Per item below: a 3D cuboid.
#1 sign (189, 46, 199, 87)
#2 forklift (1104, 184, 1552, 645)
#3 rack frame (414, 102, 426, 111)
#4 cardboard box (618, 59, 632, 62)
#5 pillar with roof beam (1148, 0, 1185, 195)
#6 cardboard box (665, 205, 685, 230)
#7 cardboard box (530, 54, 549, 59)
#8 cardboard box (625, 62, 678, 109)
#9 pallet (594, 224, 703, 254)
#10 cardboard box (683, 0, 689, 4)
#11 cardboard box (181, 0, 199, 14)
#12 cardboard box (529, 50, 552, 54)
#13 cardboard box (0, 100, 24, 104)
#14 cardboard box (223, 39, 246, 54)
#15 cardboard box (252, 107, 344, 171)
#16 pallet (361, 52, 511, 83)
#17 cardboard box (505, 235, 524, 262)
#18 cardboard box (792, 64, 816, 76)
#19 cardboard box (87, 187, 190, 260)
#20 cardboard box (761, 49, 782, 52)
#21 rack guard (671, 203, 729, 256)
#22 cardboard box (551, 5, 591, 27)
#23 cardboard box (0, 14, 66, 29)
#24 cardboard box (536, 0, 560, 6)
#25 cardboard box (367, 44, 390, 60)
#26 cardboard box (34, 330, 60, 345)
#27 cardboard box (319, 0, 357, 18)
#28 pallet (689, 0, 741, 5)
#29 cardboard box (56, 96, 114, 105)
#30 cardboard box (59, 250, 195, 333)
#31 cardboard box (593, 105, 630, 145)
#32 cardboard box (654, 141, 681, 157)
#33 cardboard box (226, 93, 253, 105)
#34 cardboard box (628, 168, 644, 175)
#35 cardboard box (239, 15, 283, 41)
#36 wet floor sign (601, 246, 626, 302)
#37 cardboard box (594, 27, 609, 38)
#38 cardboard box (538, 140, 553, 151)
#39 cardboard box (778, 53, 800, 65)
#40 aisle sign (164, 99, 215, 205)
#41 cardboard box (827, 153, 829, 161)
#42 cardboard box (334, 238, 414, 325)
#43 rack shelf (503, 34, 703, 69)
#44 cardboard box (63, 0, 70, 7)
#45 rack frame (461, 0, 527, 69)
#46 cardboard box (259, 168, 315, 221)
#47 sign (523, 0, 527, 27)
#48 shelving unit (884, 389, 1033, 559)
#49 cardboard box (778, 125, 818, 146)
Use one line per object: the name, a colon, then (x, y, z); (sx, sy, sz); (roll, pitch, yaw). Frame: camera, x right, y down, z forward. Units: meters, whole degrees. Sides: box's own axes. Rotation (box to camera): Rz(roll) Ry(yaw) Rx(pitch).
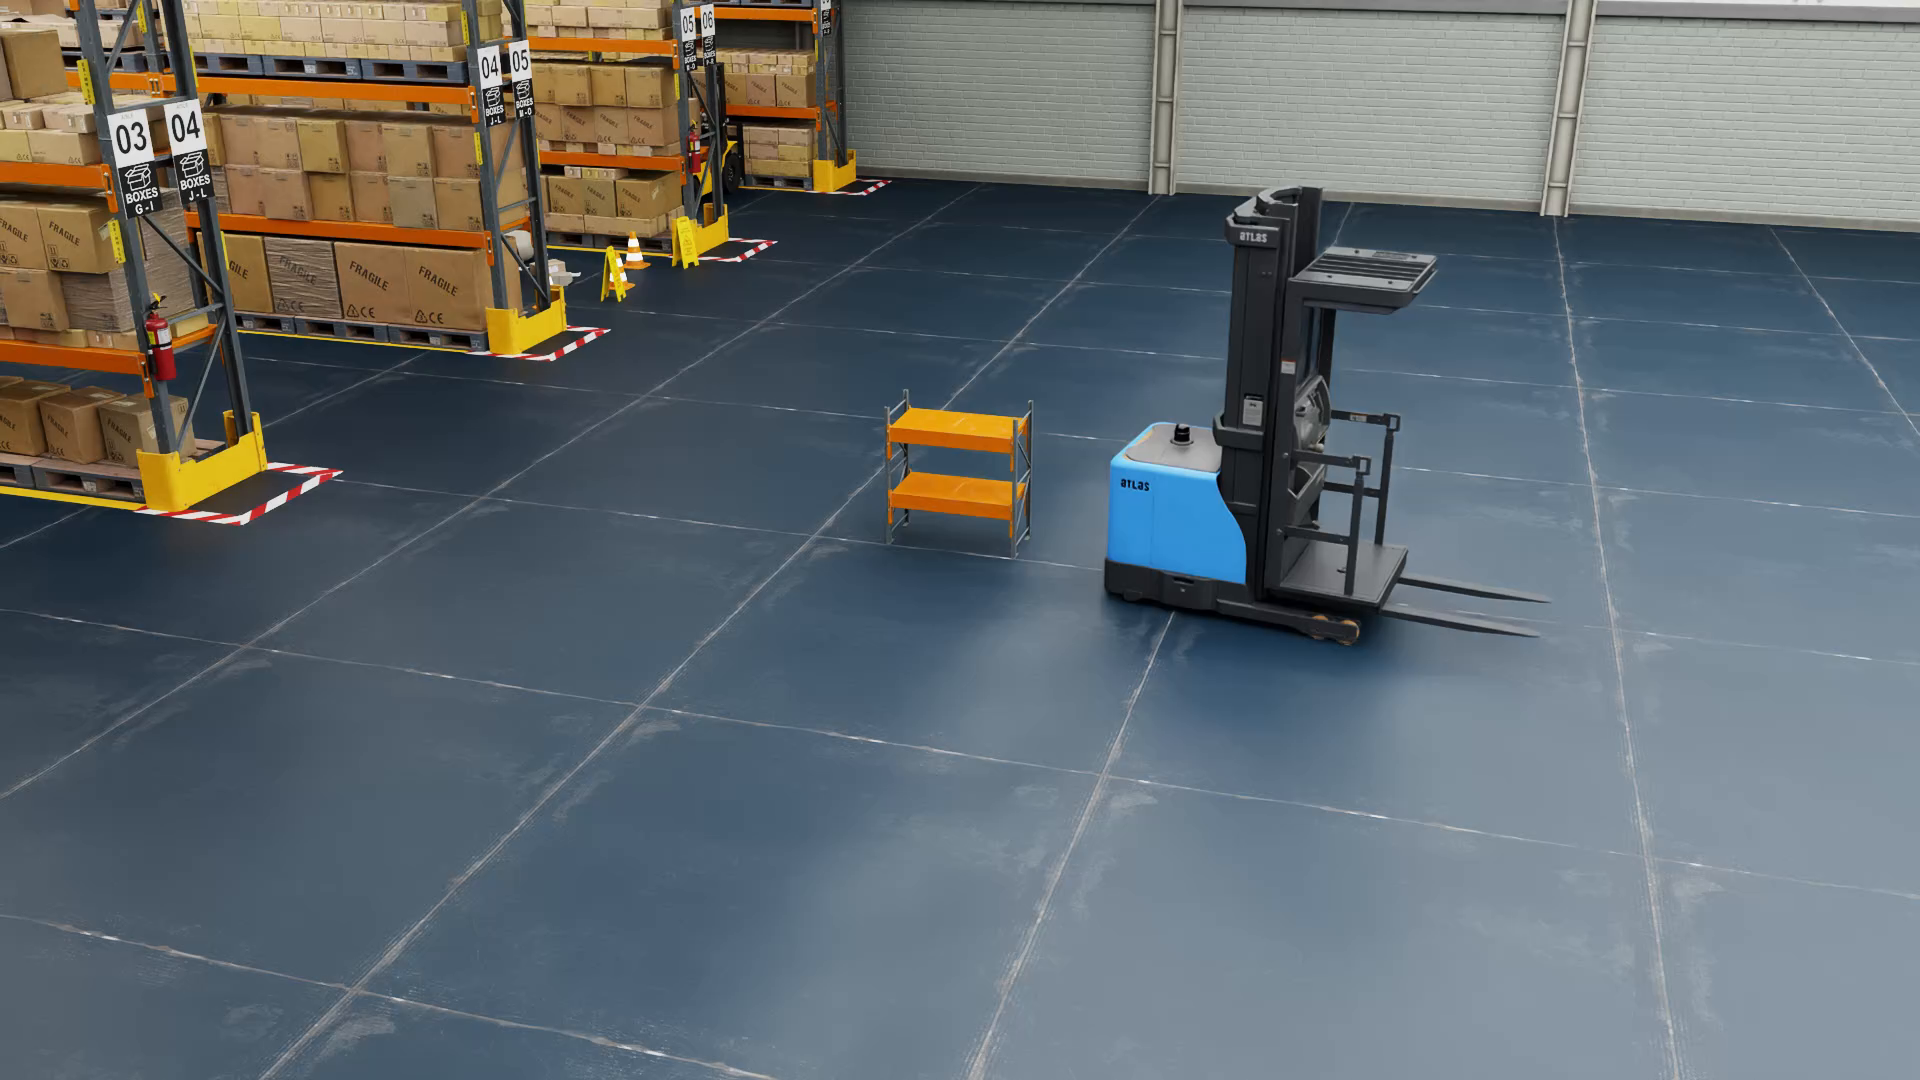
sign: (-6.218, -3.824, 13.440); (0.005, 0.325, 0.100); (7, 23, 16)
forklift: (2.612, -0.866, 11.424); (3.031, 2.935, 1.130); (10, 24, 23)
rack frame: (-7.342, -5.873, 23.541); (0.127, 3.000, 1.000); (7, 23, 16)
cardboard box: (-5.434, -7.865, 27.411); (0.250, 0.149, 0.380); (7, 23, 17)
pillar with roof beam: (2.012, -8.196, 21.299); (0.400, 9.000, 9.100); (7, 23, 16)
cardboard box: (-4.205, -4.546, 23.375); (0.500, 0.250, 0.500); (6, 23, 15)
cardboard box: (-7.064, -8.029, 27.809); (0.250, 0.149, 0.380); (6, 23, 14)
cardboard box: (-4.064, -6.058, 22.150); (0.500, 0.500, 0.700); (6, 23, 14)
pallet: (-4.353, -4.255, 23.270); (1.213, 0.211, 1.003); (7, 23, 16)
cardboard box: (-3.794, -7.188, 22.075); (0.250, 0.149, 0.380); (6, 23, 15)
cardboard box: (-8.180, -5.754, 17.892); (0.250, 0.149, 0.380); (6, 23, 15)
cardboard box: (-7.148, -8.273, 28.405); (0.250, 0.149, 0.380); (7, 23, 15)
cardboard box: (-7.688, -3.407, 13.248); (0.250, 0.149, 0.380); (7, 23, 16)
cardboard box: (-7.698, -5.329, 17.908); (0.250, 0.149, 0.380); (6, 23, 15)
cardboard box: (-7.294, -4.453, 18.457); (0.550, 0.550, 0.875); (7, 23, 16)
pallet: (-5.559, -5.050, 17.697); (1.213, 0.211, 1.003); (7, 23, 16)
cardboard box: (-5.925, -3.553, 21.173); (0.637, 0.503, 0.797); (-9, 24, -21)
cardboard box: (-2.495, -7.521, 26.572); (0.250, 0.149, 0.380); (7, 23, 16)
cardboard box: (-6.823, -2.640, 13.818); (0.500, 0.500, 0.500); (7, 23, 16)
cardboard box: (-3.072, -7.934, 27.187); (0.250, 0.149, 0.380); (7, 23, 16)
rack guard: (-3.585, -4.287, 22.967); (0.348, 0.500, 1.175); (7, 23, 16)
cardboard box: (-5.059, -6.960, 22.043); (0.500, 0.250, 0.500); (7, 23, 17)
cardboard box: (-10.416, -5.763, 18.752); (0.500, 0.311, 0.500); (6, 23, 14)
cardboard box: (-5.399, -7.161, 22.008); (0.250, 0.149, 0.380); (7, 23, 17)
cardboard box: (-5.990, -5.134, 17.433); (0.250, 0.149, 0.380); (7, 23, 16)
cardboard box: (-7.436, -1.744, 13.804); (0.250, 0.149, 0.380); (7, 23, 16)
cardboard box: (-6.483, -5.560, 17.419); (0.250, 0.149, 0.380); (6, 23, 15)
pallet: (-3.923, -8.806, 26.853); (1.213, 0.211, 1.003); (7, 23, 16)
cardboard box: (-7.069, -3.498, 13.470); (0.250, 0.149, 0.380); (6, 23, 15)
cardboard box: (-6.893, -2.088, 13.790); (0.500, 0.500, 0.875); (7, 23, 16)
cardboard box: (-4.589, -5.635, 22.436); (0.500, 0.500, 0.500); (7, 23, 16)
cardboard box: (-3.932, -5.282, 22.430); (0.250, 0.149, 0.380); (7, 23, 17)
cardboard box: (-10.306, -6.502, 23.997); (0.500, 0.500, 0.500); (8, 24, 18)
cardboard box: (-4.729, -4.951, 23.374); (0.500, 0.500, 0.500); (6, 23, 14)
cardboard box: (-7.321, -5.495, 17.787); (0.500, 0.250, 0.500); (6, 23, 15)
wet floor sign: (-4.246, -3.252, 20.254); (0.232, 0.644, 0.267); (3, 22, 6)
cardboard box: (-4.650, -6.753, 22.064); (0.250, 0.149, 0.380); (7, 23, 16)
cardboard box: (-5.661, -5.445, 22.828); (0.250, 0.149, 0.380); (6, 23, 15)
cardboard box: (-2.731, -7.701, 26.619); (0.250, 0.149, 0.380); (7, 23, 16)
aisle sign: (-6.229, -3.139, 13.450); (0.004, 0.787, 0.394); (7, 23, 16)
cardboard box: (-2.496, -6.286, 27.616); (0.500, 0.250, 0.500); (7, 23, 16)
cardboard box: (-6.357, -2.983, 18.740); (0.875, 0.875, 0.875); (6, 23, 15)
rack shelf: (-5.427, -6.709, 22.574); (4.000, 0.370, 1.077); (7, 23, 16)
cardboard box: (-12.942, -8.028, 24.156); (0.500, 0.500, 0.500); (7, 23, 16)
rack frame: (-4.845, -6.401, 16.922); (0.127, 3.000, 1.000); (7, 23, 16)
cardboard box: (-7.302, -3.943, 18.638); (0.550, 0.550, 0.875); (7, 23, 16)
sign: (-4.679, -5.655, 17.800); (0.005, 0.325, 0.100); (7, 23, 16)
shelving unit: (-0.006, -0.521, 12.963); (1.048, 1.125, 0.538); (7, 23, 16)
cardboard box: (-2.613, -6.561, 26.969); (0.500, 0.250, 0.500); (7, 23, 17)
